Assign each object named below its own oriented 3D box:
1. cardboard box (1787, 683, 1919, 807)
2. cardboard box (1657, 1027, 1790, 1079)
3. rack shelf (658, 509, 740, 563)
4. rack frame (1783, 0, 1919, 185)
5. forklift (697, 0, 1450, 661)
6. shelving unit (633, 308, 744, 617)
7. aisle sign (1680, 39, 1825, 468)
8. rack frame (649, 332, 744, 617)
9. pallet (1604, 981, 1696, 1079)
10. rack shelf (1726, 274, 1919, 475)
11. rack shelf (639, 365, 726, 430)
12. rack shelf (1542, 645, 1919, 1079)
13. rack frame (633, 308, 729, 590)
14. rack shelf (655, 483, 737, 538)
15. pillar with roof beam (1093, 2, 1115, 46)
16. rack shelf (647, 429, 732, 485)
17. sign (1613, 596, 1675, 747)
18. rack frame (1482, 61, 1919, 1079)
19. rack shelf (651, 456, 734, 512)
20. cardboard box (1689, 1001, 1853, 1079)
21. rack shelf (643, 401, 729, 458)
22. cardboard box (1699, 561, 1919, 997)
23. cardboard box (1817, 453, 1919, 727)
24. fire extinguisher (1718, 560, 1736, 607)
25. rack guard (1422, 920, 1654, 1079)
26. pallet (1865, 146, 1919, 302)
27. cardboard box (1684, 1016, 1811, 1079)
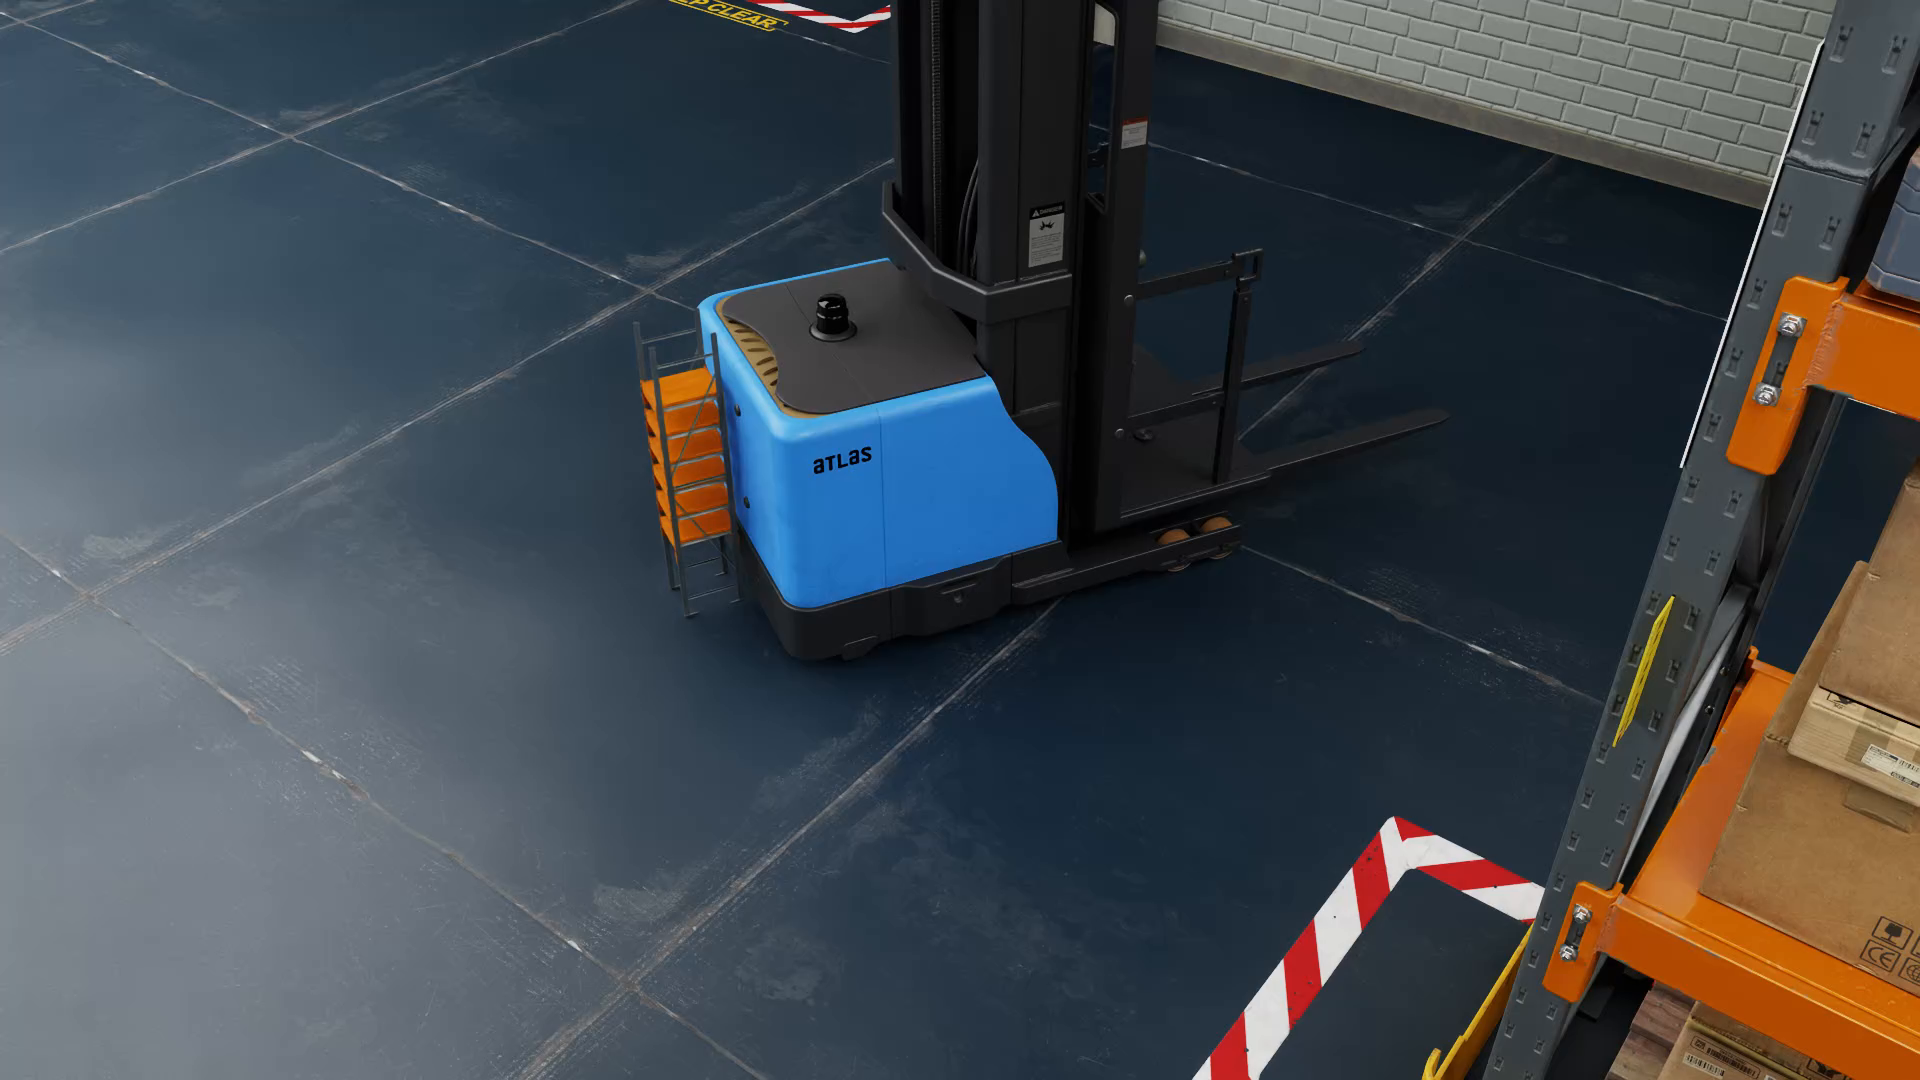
[{"bbox_3d":[1.845,0.318,3.303,0.250,0.149,0.380,25,44,28],"label":"cardboard box"},{"bbox_3d":[1.955,1.588,4.179,0.500,0.250,0.500,25,45,29],"label":"cardboard box"},{"bbox_3d":[-0.986,-0.036,6.285,0.258,0.103,0.180,-16,41,-20],"label":"rack shelf"},{"bbox_3d":[1.665,-2.002,2.007,0.127,3.000,1.000,25,45,29],"label":"rack frame"},{"bbox_3d":[0.568,-1.311,6.047,3.031,2.935,1.130,-15,41,-19],"label":"forklift"},{"bbox_3d":[-0.986,-0.260,6.109,0.258,1.200,0.189,-16,41,-20],"label":"shelving unit"},{"bbox_3d":[1.426,-0.538,2.895,0.004,0.787,0.394,25,45,29],"label":"aisle sign"},{"bbox_3d":[-0.946,-0.210,6.044,0.240,1.200,0.006,-16,41,-20],"label":"rack frame"},{"bbox_3d":[2.297,1.724,4.376,1.213,0.211,1.003,25,45,29],"label":"pallet"},{"bbox_3d":[3.253,0.212,2.197,4.000,0.370,1.077,25,45,29],"label":"rack shelf"},{"bbox_3d":[-0.986,-0.509,5.915,0.258,0.103,0.180,-16,41,-20],"label":"rack shelf"},{"bbox_3d":[3.253,1.393,3.121,4.000,0.370,1.077,25,45,29],"label":"rack shelf"},{"bbox_3d":[-1.025,-0.311,6.174,0.240,1.200,0.006,-16,41,-20],"label":"rack frame"},{"bbox_3d":[-0.986,-0.131,6.211,0.258,0.103,0.180,-16,41,-20],"label":"rack shelf"},{"bbox_3d":[-1.629,-4.729,5.491,0.400,9.000,9.100,25,45,29],"label":"pillar with roof beam"},{"bbox_3d":[-0.986,-0.320,6.063,0.258,0.103,0.180,-16,41,-20],"label":"rack shelf"},{"bbox_3d":[1.323,0.258,3.221,0.005,0.325,0.100,25,45,29],"label":"sign"},{"bbox_3d":[1.665,0.361,3.856,0.127,3.000,1.000,25,45,29],"label":"rack frame"},{"bbox_3d":[-0.986,-0.225,6.137,0.258,0.103,0.180,-16,41,-20],"label":"rack shelf"},{"bbox_3d":[2.271,1.038,4.273,0.500,0.500,0.500,25,45,29],"label":"cardboard box"},{"bbox_3d":[-0.986,-0.414,5.989,0.258,0.103,0.180,-16,41,-20],"label":"rack shelf"},{"bbox_3d":[2.028,0.502,3.594,0.500,0.500,0.700,25,45,29],"label":"cardboard box"},{"bbox_3d":[2.070,0.011,3.169,0.500,0.500,0.700,25,45,29],"label":"cardboard box"},{"bbox_3d":[1.853,0.119,4.227,0.183,0.674,0.296,25,45,29],"label":"fire extinguisher"},{"bbox_3d":[1.645,1.336,4.638,0.348,0.500,1.175,25,45,29],"label":"rack guard"},{"bbox_3d":[2.210,-0.508,2.604,1.213,0.211,1.003,25,45,29],"label":"pallet"},{"bbox_3d":[2.270,1.334,4.503,0.500,0.250,0.500,25,45,29],"label":"cardboard box"}]
